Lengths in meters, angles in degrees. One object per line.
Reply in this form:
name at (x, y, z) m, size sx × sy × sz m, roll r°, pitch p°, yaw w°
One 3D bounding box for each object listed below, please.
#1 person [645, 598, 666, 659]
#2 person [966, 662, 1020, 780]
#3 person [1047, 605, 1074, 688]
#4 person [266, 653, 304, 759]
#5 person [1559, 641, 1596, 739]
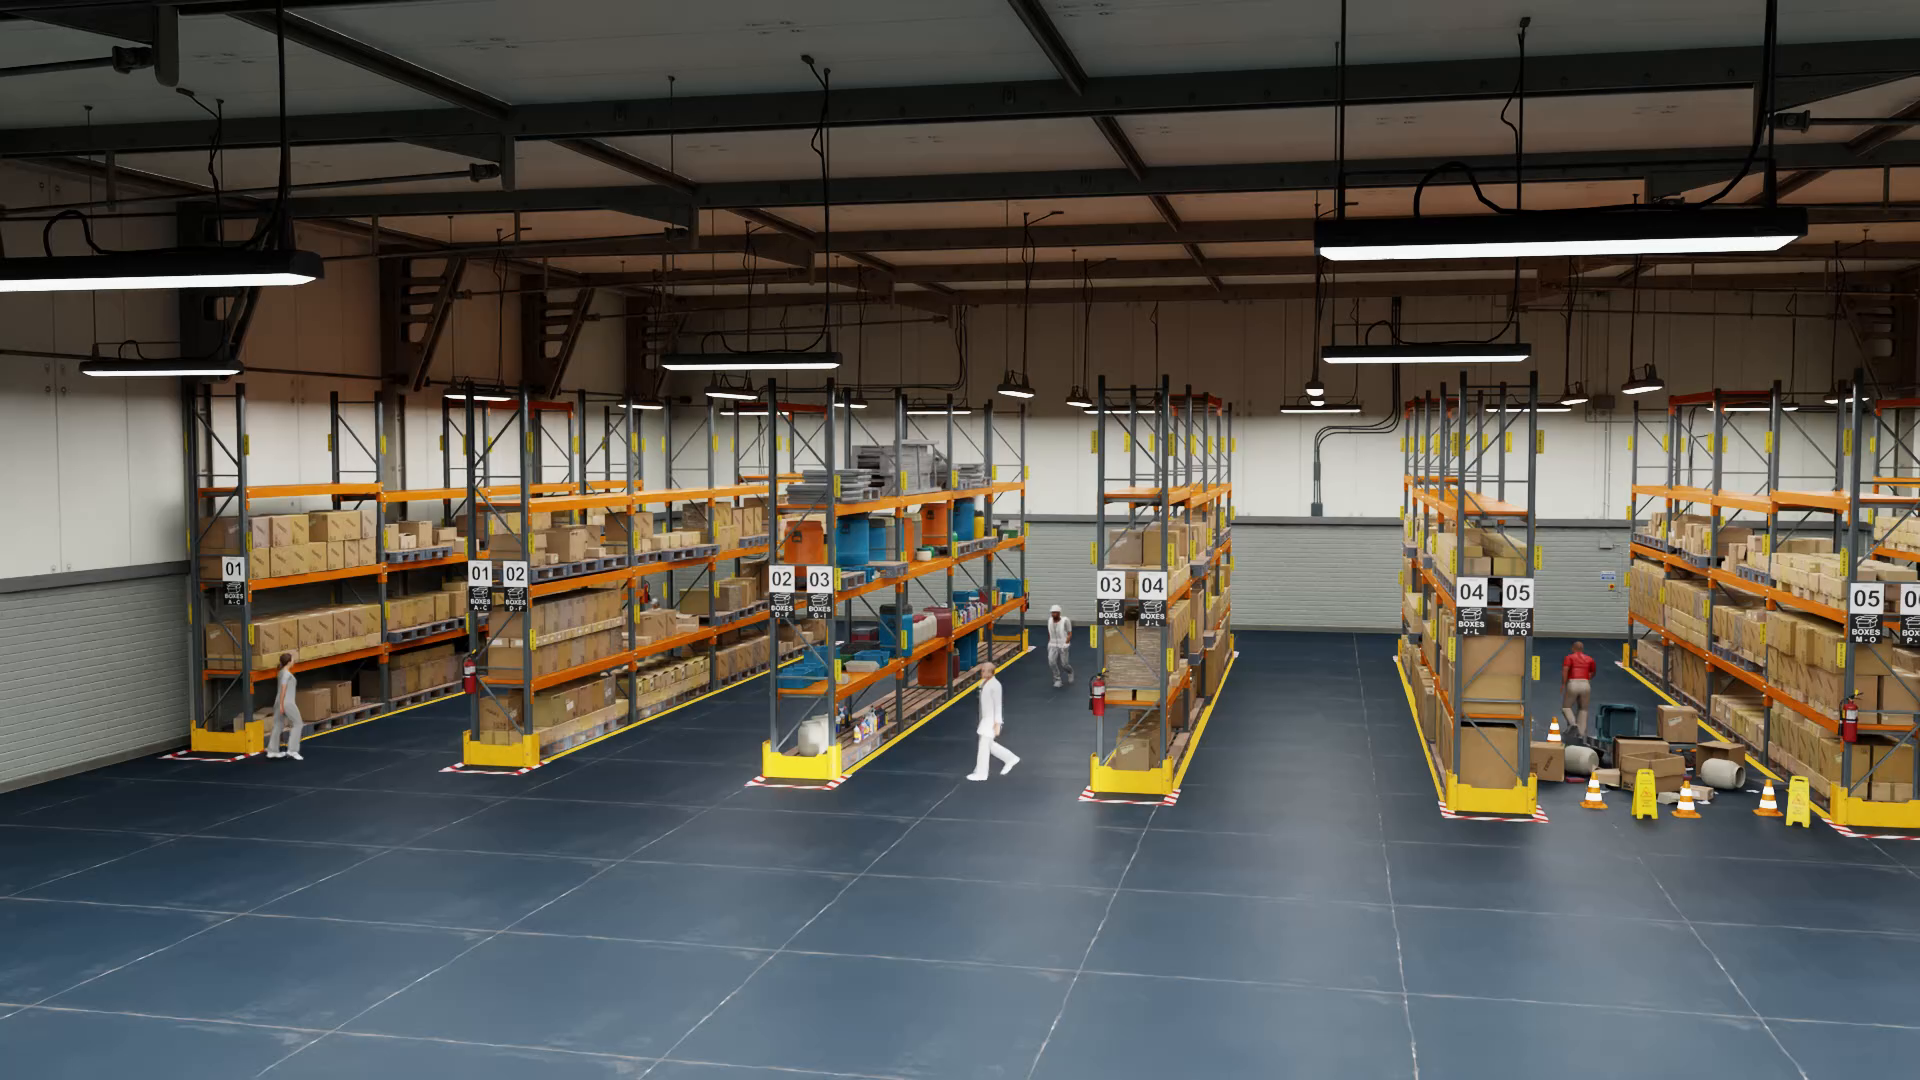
person at (-6.702, 2.084, 36.573) m, size 0.508 × 1.606 × 0.997 m, roll 0°, pitch 3°, yaw -1°
person at (0.487, 2.697, 24.910) m, size 0.896 × 1.757 × 0.662 m, roll -1°, pitch 3°, yaw -17°
person at (2.072, 2.183, 34.565) m, size 0.607 × 1.696 × 0.798 m, roll 2°, pitch 4°, yaw 26°
person at (-10.816, 2.672, 26.525) m, size 0.533 × 1.718 × 0.547 m, roll 3°, pitch 4°, yaw 43°
person at (10.615, 2.564, 28.582) m, size 0.613 × 1.617 × 0.778 m, roll 1°, pitch 3°, yaw 13°
